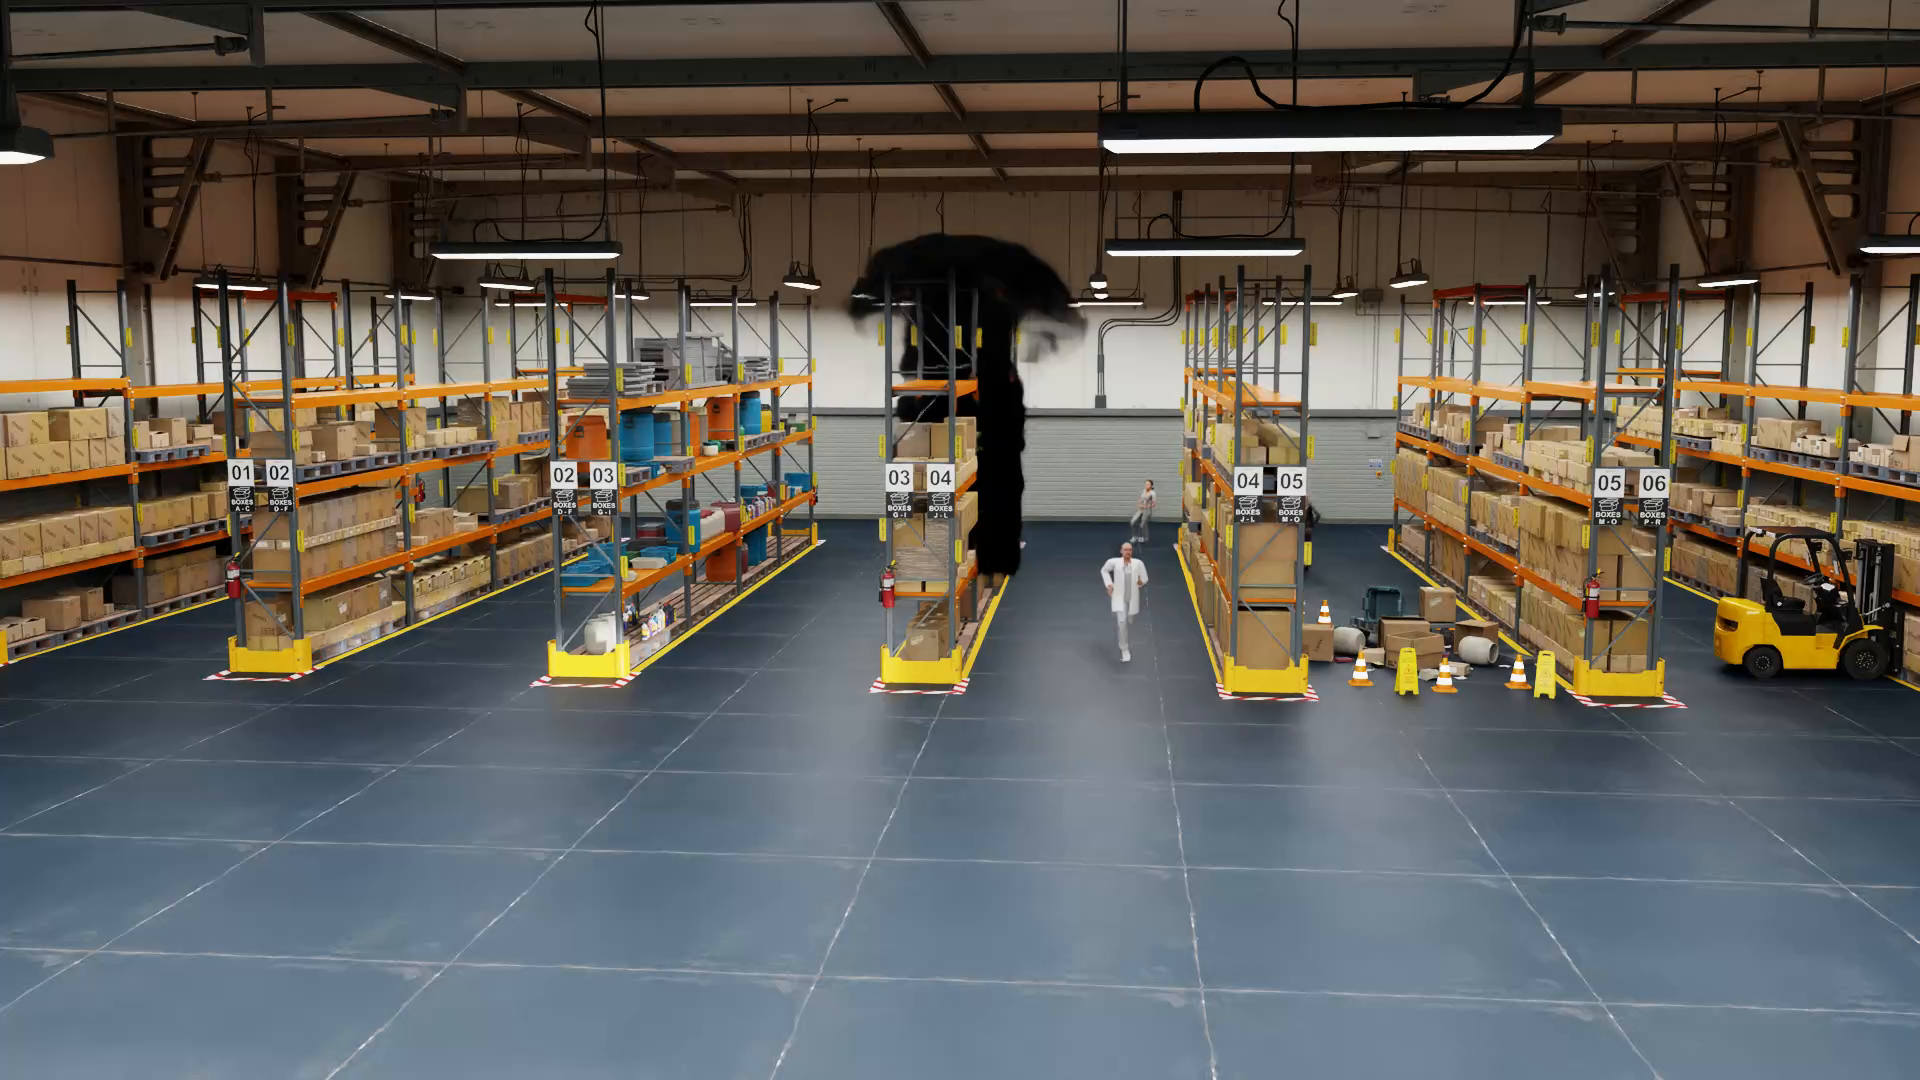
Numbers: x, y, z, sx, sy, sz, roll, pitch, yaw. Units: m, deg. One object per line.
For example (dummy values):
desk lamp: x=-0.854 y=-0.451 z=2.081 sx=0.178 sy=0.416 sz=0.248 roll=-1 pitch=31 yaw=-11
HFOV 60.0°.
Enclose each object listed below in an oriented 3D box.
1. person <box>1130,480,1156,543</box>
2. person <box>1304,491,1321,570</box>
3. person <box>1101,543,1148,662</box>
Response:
person: x=4.506 y=-0.694 z=40.445 sx=0.638 sy=1.592 sz=0.751 roll=-6 pitch=9 yaw=-39
person: x=7.388 y=-0.193 z=35.758 sx=0.641 sy=1.762 sz=0.727 roll=0 pitch=7 yaw=-3
person: x=2.603 y=0.937 z=26.147 sx=0.703 sy=1.805 sz=1.040 roll=-1 pitch=7 yaw=-8
